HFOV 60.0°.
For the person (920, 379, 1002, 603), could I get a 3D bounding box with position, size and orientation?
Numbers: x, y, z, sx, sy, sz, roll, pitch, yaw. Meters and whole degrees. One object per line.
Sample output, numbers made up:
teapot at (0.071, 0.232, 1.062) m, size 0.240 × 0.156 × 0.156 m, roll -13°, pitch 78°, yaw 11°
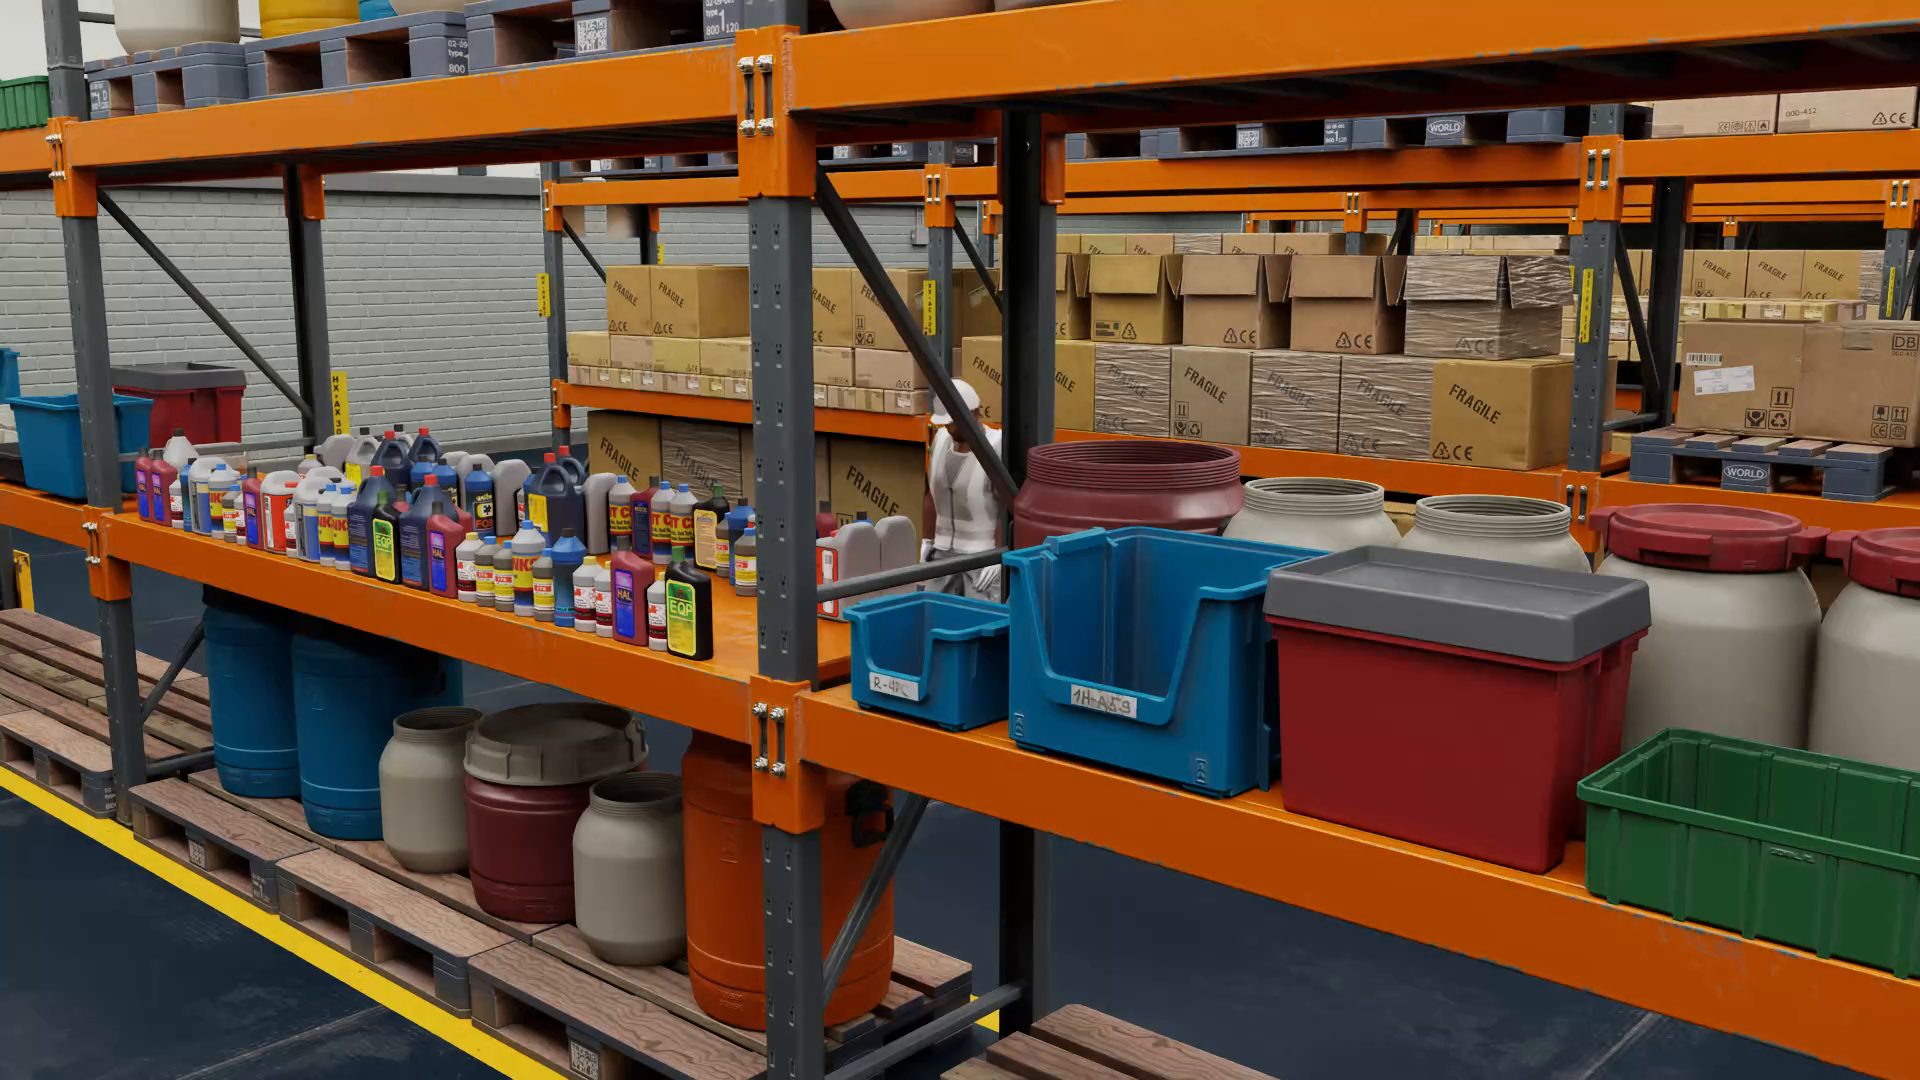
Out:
person at (0.045, 0.084, 8.032) m, size 0.573 × 1.732 × 0.458 m, roll 9°, pitch 14°, yaw 42°
